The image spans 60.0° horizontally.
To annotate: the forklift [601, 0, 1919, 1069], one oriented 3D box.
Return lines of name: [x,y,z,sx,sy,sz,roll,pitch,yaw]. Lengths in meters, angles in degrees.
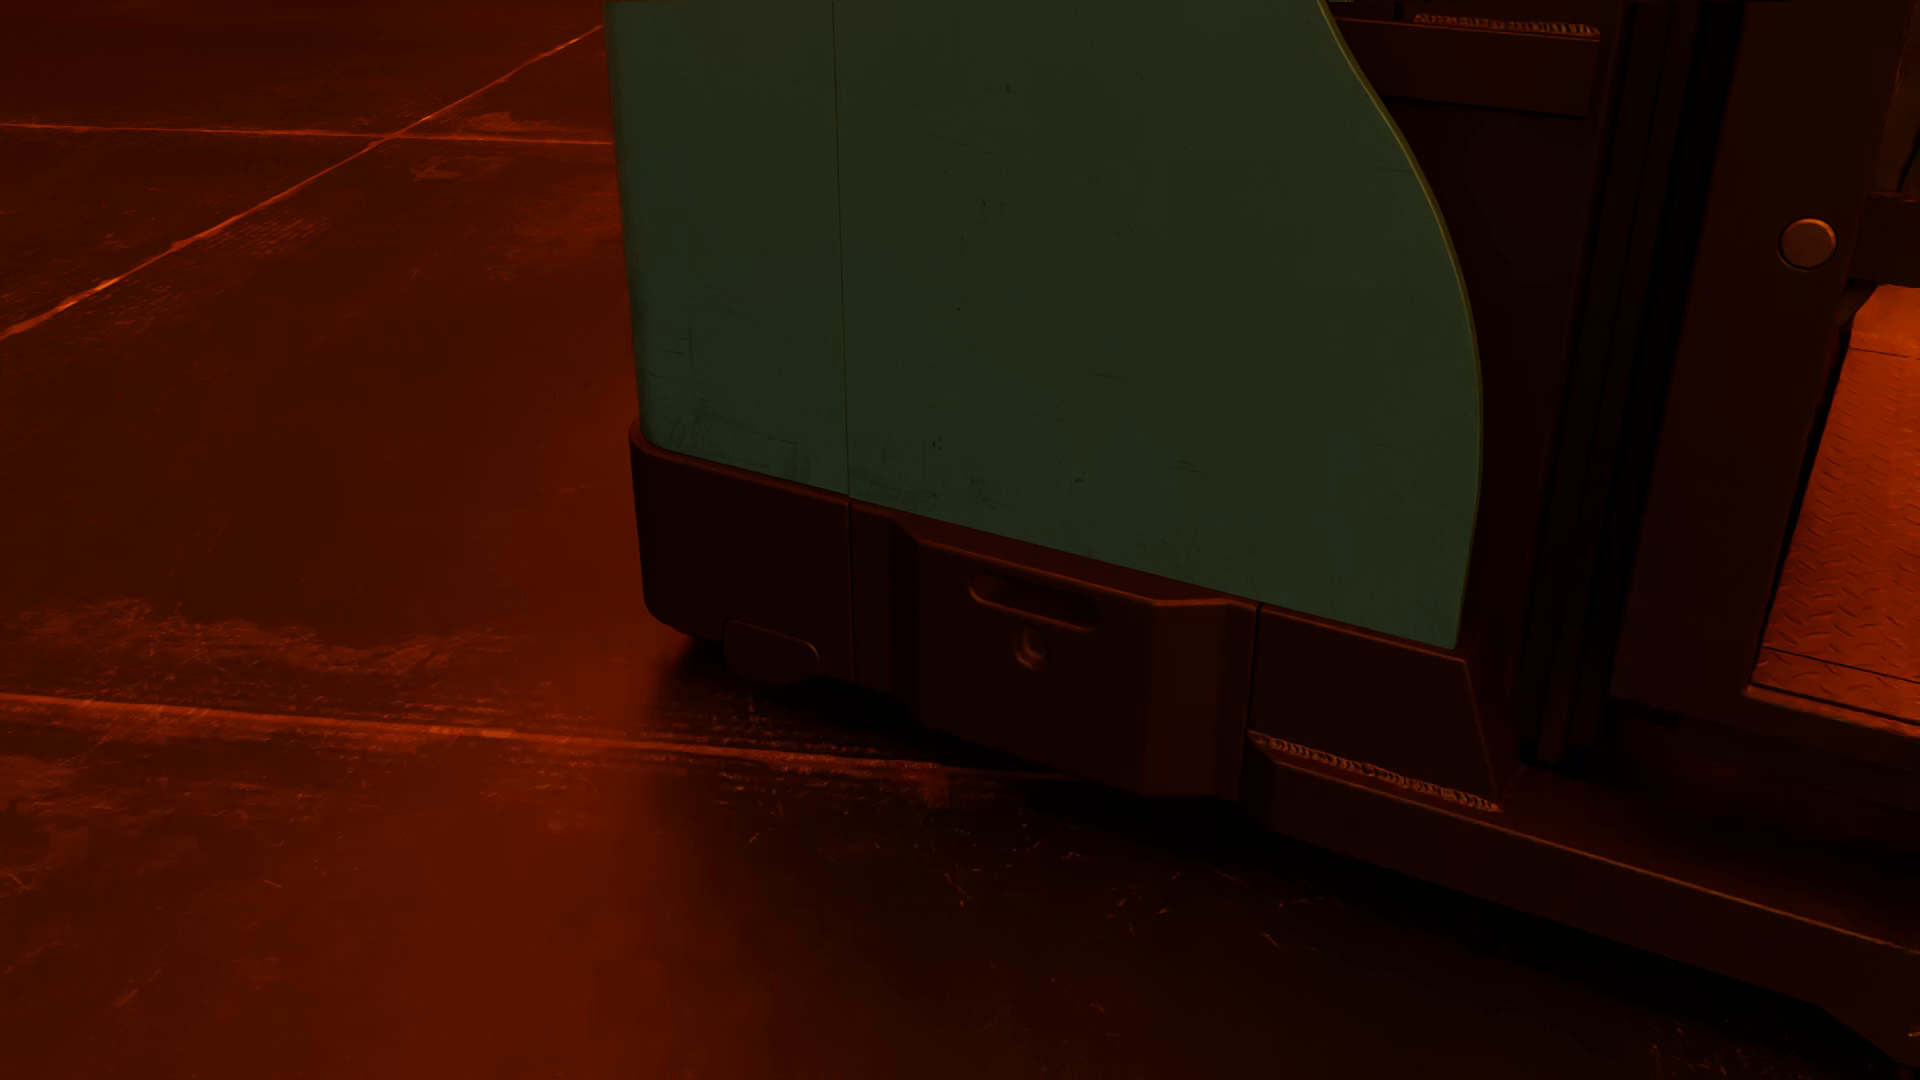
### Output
forklift: [1.120,-1.023,1.267,3.031,2.935,1.130,14,30,27]
